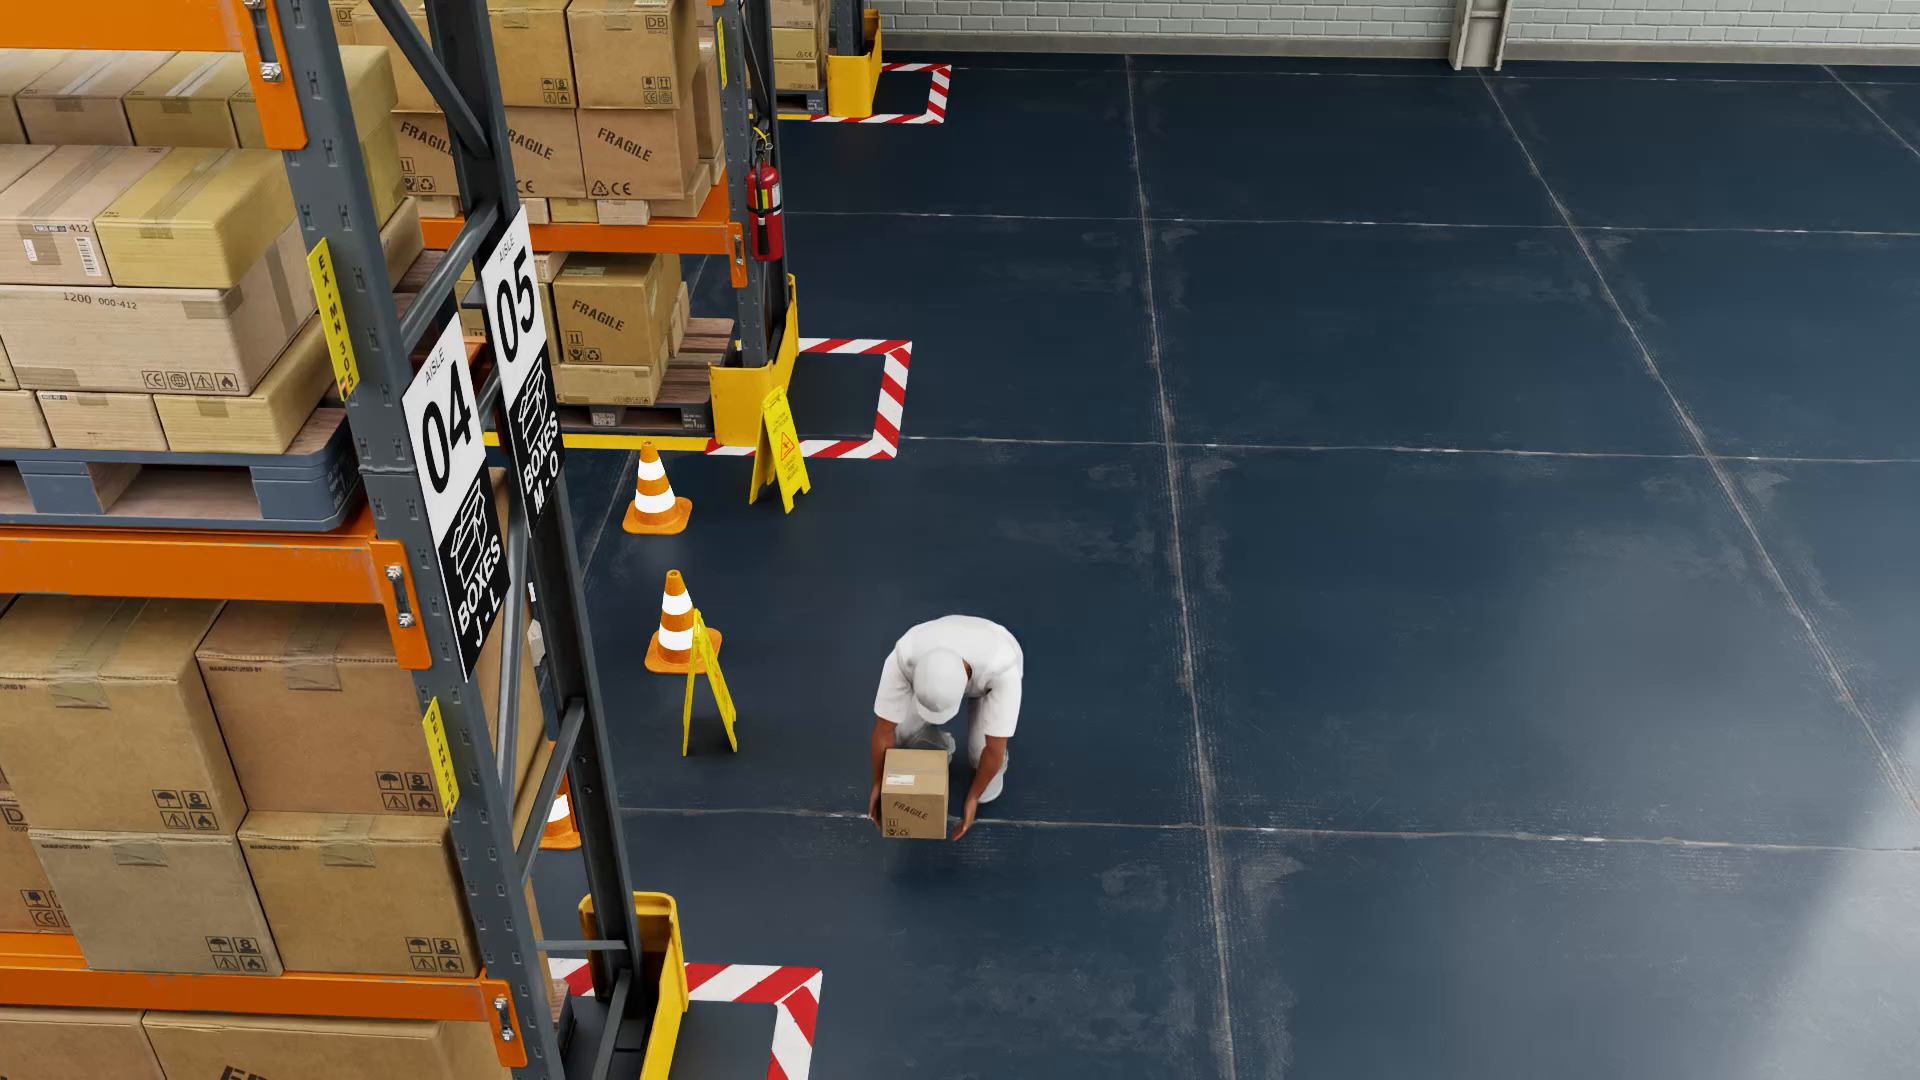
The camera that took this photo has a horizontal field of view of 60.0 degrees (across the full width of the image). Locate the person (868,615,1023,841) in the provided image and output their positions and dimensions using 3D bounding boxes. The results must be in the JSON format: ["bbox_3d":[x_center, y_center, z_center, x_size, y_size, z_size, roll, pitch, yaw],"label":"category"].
[{"bbox_3d":[-0.009,0.686,6.787,0.578,1.015,0.926,12,37,17],"label":"person"}]
